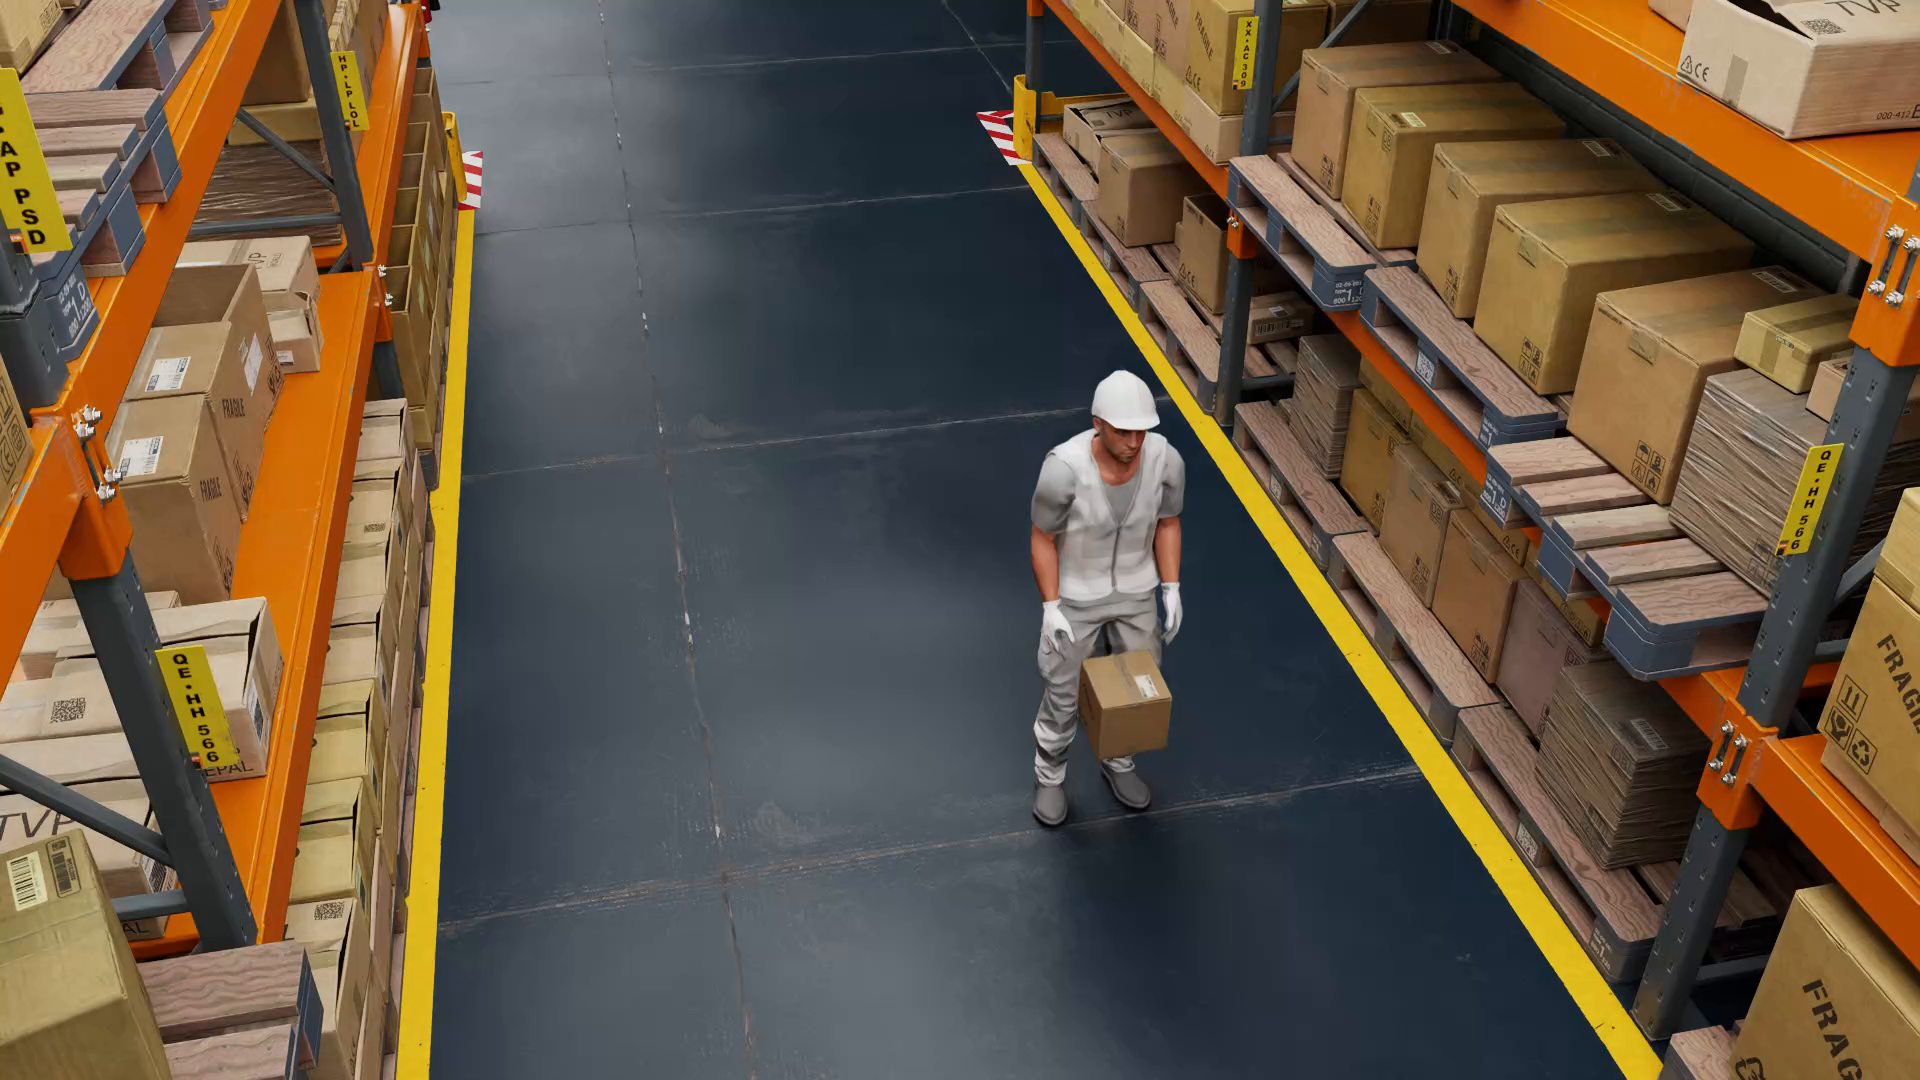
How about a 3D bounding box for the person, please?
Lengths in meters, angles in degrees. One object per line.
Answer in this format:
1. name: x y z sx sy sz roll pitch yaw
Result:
1. person: 0.509 0.196 5.833 0.547 1.787 0.404 -8 35 -12
